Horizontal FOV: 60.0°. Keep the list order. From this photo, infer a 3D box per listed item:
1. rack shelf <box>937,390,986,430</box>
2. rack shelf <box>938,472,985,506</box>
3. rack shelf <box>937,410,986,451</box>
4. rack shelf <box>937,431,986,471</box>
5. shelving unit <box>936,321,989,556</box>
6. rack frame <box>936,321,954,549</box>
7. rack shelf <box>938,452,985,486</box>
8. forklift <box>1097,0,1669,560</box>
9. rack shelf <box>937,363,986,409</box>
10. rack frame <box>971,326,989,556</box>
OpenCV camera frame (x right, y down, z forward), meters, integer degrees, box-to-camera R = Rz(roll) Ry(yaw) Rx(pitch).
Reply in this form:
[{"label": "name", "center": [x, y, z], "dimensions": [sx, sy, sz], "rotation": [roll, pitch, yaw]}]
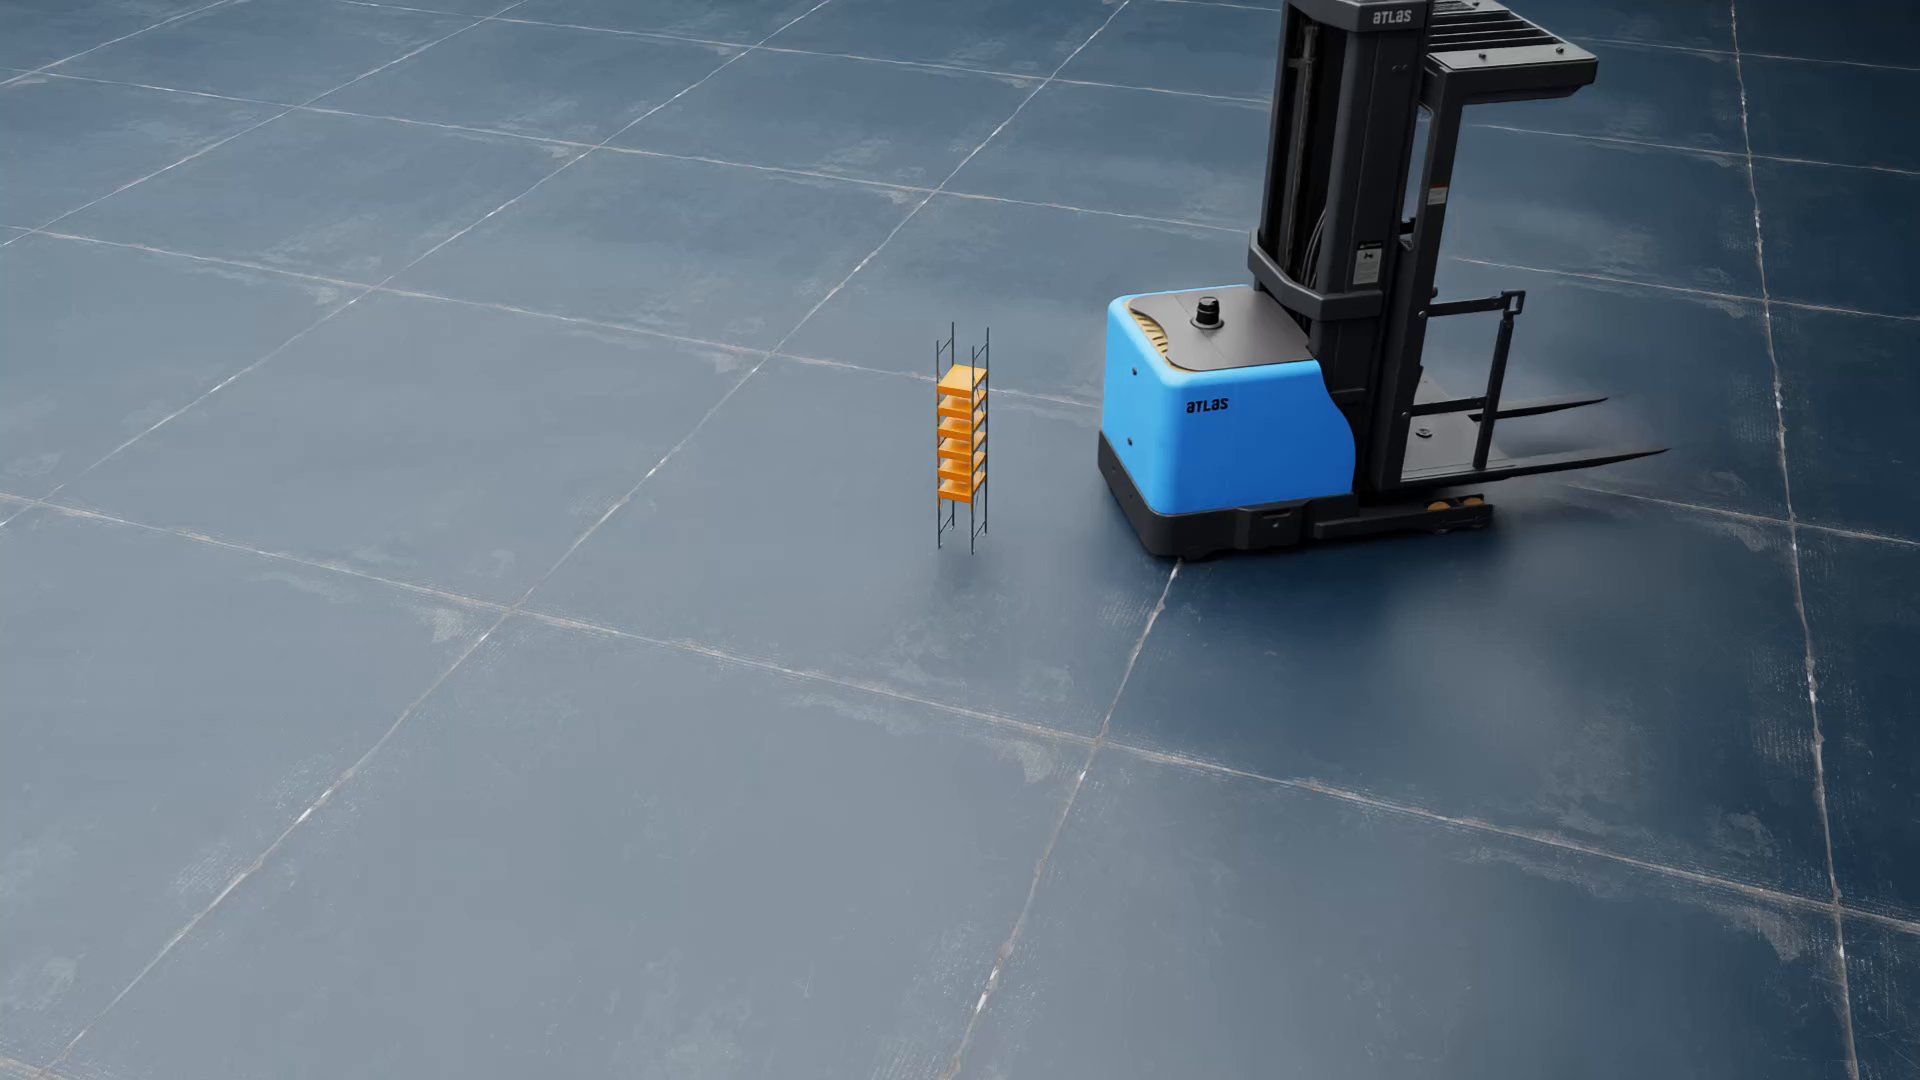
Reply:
[{"label": "rack shelf", "center": [0.014, -0.666, 8.314], "dimensions": [0.180, 0.103, 0.258], "rotation": [11, 34, 16]}, {"label": "rack shelf", "center": [0.014, -0.262, 8.575], "dimensions": [0.180, 0.103, 0.258], "rotation": [11, 34, 16]}, {"label": "rack shelf", "center": [0.014, -0.565, 8.379], "dimensions": [0.180, 0.103, 0.258], "rotation": [11, 34, 16]}, {"label": "rack shelf", "center": [0.014, -0.464, 8.445], "dimensions": [0.180, 0.103, 0.258], "rotation": [11, 34, 16]}, {"label": "shelving unit", "center": [0.014, -0.501, 8.420], "dimensions": [0.189, 1.200, 0.258], "rotation": [11, 34, 16]}, {"label": "rack frame", "center": [-0.073, -0.518, 8.446], "dimensions": [0.006, 1.200, 0.240], "rotation": [11, 34, 16]}, {"label": "rack shelf", "center": [0.014, -0.363, 8.510], "dimensions": [0.180, 0.103, 0.258], "rotation": [11, 34, 16]}, {"label": "forklift", "center": [2.339, -1.537, 8.429], "dimensions": [3.031, 2.935, 1.130], "rotation": [-7, 34, -11]}, {"label": "rack shelf", "center": [0.014, -0.767, 8.249], "dimensions": [0.180, 0.103, 0.258], "rotation": [11, 34, 16]}, {"label": "rack frame", "center": [0.100, -0.485, 8.395], "dimensions": [0.006, 1.200, 0.240], "rotation": [11, 34, 16]}]
